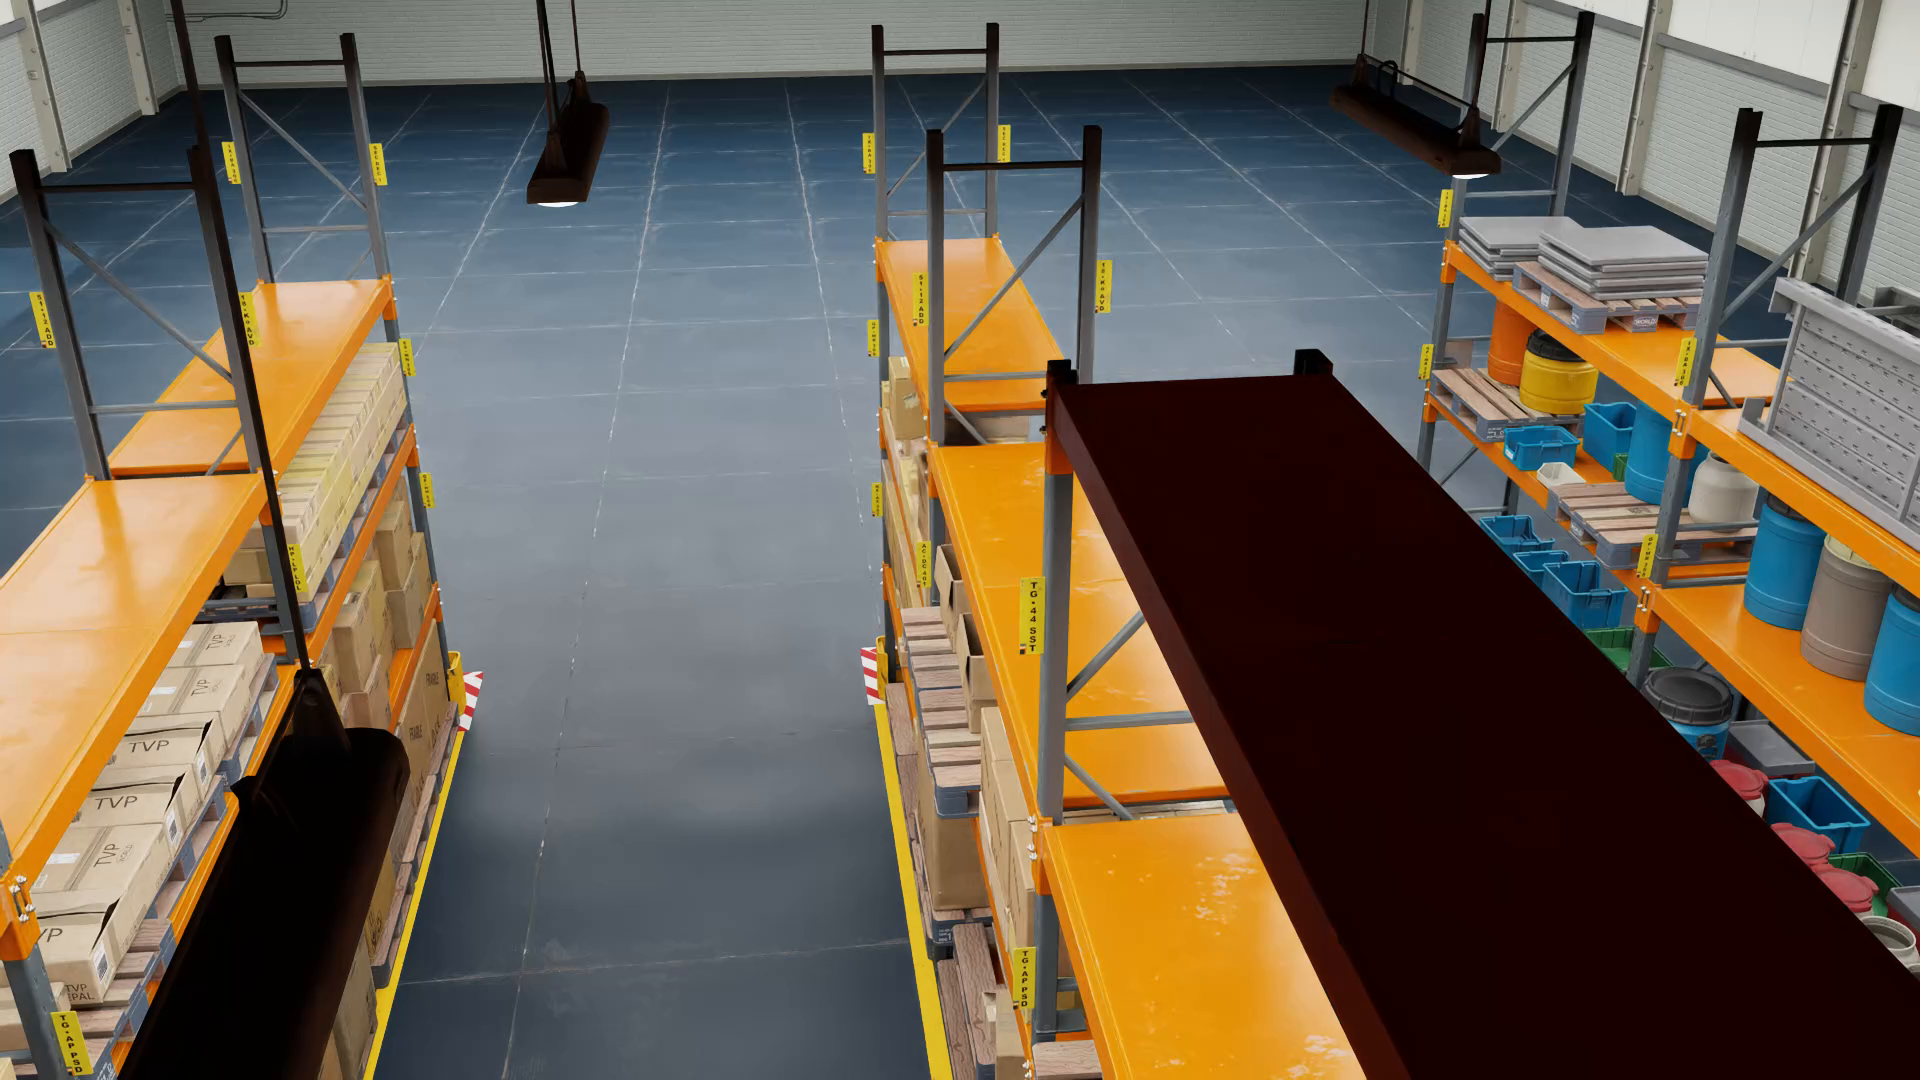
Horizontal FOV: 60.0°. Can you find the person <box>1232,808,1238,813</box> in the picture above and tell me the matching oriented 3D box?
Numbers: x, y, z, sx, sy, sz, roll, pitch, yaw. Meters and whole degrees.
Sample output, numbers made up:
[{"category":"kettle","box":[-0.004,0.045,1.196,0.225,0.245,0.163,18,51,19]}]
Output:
[{"category":"person","box":[1.929,2.504,11.156,0.407,1.790,0.619,-5,26,-10]}]
